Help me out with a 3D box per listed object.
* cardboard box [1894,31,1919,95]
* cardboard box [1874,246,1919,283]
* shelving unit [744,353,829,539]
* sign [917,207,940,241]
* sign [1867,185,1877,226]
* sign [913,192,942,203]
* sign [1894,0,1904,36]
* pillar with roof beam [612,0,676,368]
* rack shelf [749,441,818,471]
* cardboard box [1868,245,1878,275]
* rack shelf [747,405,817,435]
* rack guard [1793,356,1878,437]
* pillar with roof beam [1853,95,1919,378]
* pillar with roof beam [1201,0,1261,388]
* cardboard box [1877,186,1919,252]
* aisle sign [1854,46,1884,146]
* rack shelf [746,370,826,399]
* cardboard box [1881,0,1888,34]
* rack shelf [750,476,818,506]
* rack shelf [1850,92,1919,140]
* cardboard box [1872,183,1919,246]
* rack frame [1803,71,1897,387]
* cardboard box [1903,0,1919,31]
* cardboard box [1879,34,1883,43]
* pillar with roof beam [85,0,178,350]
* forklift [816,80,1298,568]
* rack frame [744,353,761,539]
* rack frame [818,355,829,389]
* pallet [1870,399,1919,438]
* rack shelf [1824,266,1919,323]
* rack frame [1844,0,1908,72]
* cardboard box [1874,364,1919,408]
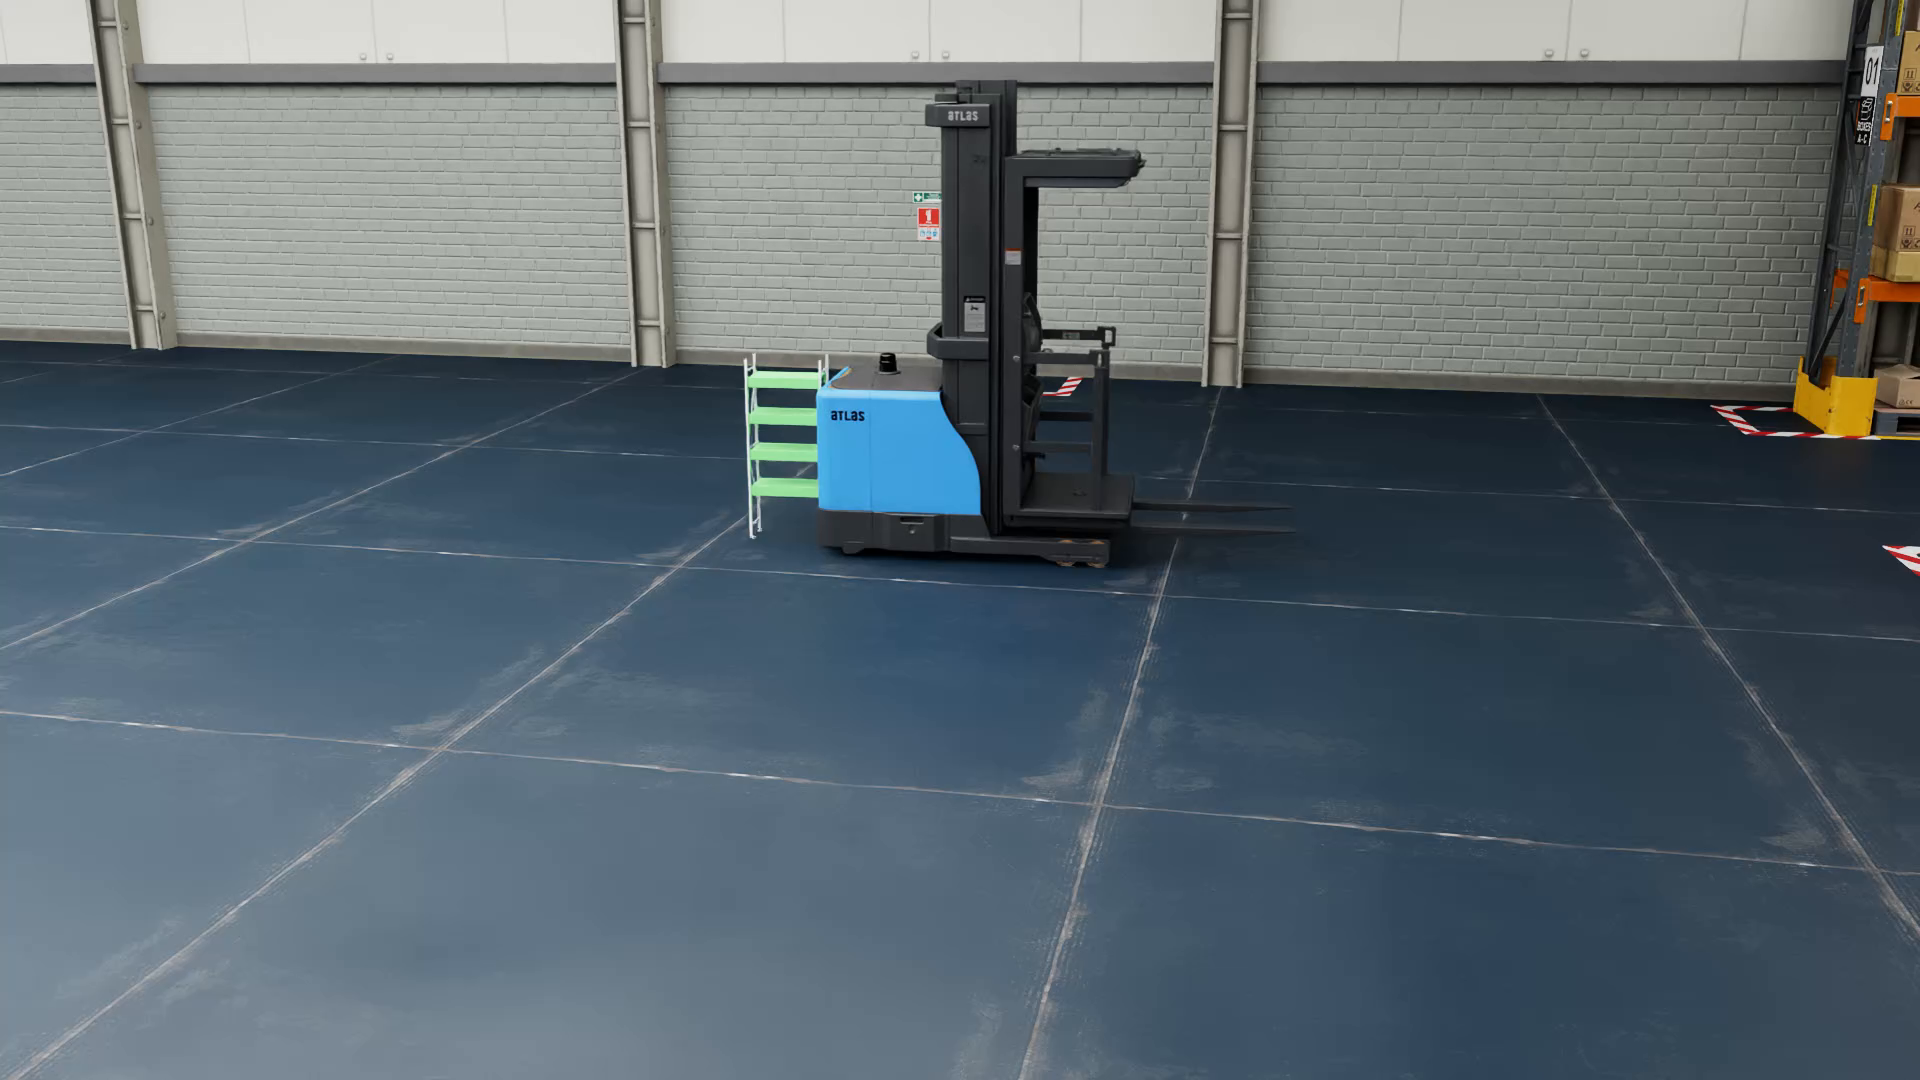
[{"bbox_3d":[7.918,-3.910,13.643,0.500,0.500,0.500,4,16,13],"label":"cardboard box"},{"bbox_3d":[8.055,-2.318,13.984,0.500,0.250,0.500,3,16,9],"label":"cardboard box"},{"bbox_3d":[-1.126,-0.611,10.949,0.503,1.200,0.258,2,16,7],"label":"shelving unit"},{"bbox_3d":[-0.317,-3.213,16.904,0.234,0.329,0.001,3,16,11],"label":"sign"},{"bbox_3d":[7.532,-2.765,13.732,0.005,0.325,0.100,3,16,11],"label":"sign"},{"bbox_3d":[-0.314,-3.465,16.824,0.331,0.109,0.001,3,16,11],"label":"sign"},{"bbox_3d":[7.532,-4.214,13.330,0.005,0.325,0.100,3,16,11],"label":"sign"},{"bbox_3d":[-4.119,-5.082,12.481,0.400,9.000,9.100,3,16,11],"label":"pillar with roof beam"},{"bbox_3d":[-1.126,-0.549,10.966,0.480,0.148,0.258,2,16,7],"label":"rack shelf"},{"bbox_3d":[8.136,-2.453,14.471,0.500,0.250,0.500,3,16,12],"label":"cardboard box"},{"bbox_3d":[-1.126,-0.780,10.902,0.480,0.148,0.258,2,16,7],"label":"rack shelf"},{"bbox_3d":[7.714,-1.281,14.679,0.348,0.500,1.175,3,16,11],"label":"rack guard"},{"bbox_3d":[7.640,-4.443,10.176,0.400,9.000,9.100,3,16,11],"label":"pillar with roof beam"},{"bbox_3d":[1.760,-4.763,11.328,0.400,9.000,9.100,3,16,11],"label":"pillar with roof beam"},{"bbox_3d":[8.048,-2.684,13.902,0.500,0.500,0.500,3,16,11],"label":"cardboard box"},{"bbox_3d":[7.509,-3.668,13.743,0.004,0.787,0.394,3,16,11],"label":"aisle sign"},{"bbox_3d":[-1.126,-1.012,10.838,0.480,0.148,0.258,2,16,7],"label":"rack shelf"},{"bbox_3d":[8.114,-4.520,13.974,0.500,0.500,0.500,4,16,14],"label":"cardboard box"},{"bbox_3d":[-1.126,-0.318,11.030,0.480,0.148,0.258,2,16,7],"label":"rack shelf"},{"bbox_3d":[9.600,-3.482,13.672,4.000,0.370,1.077,3,16,11],"label":"rack shelf"},{"bbox_3d":[8.144,-2.819,14.387,0.500,0.500,0.500,3,16,10],"label":"cardboard box"},{"bbox_3d":[7.640,-2.489,14.360,0.127,3.000,1.000,3,16,11],"label":"rack frame"},{"bbox_3d":[7.969,-4.391,13.507,0.500,0.500,0.500,2,16,7],"label":"cardboard box"},{"bbox_3d":[8.099,-4.037,14.103,0.500,0.500,0.500,4,16,15],"label":"cardboard box"},{"bbox_3d":[-9.999,-5.401,13.633,0.400,9.000,9.100,3,16,11],"label":"pillar with roof beam"},{"bbox_3d":[0.642,-1.390,10.520,3.031,2.935,1.130,2,16,7],"label":"forklift"},{"bbox_3d":[-1.368,-0.619,10.979,0.015,1.200,0.240,2,16,7],"label":"rack frame"},{"bbox_3d":[-0.885,-0.602,10.919,0.015,1.200,0.240,2,16,7],"label":"rack frame"},{"bbox_3d":[8.503,-1.089,14.528,1.213,0.211,1.003,3,16,11],"label":"pallet"},{"bbox_3d":[9.600,-2.036,14.072,4.000,0.370,1.077,3,16,11],"label":"rack shelf"},{"bbox_3d":[7.640,-5.381,13.559,0.127,3.000,1.000,3,16,11],"label":"rack frame"},{"bbox_3d":[8.300,-1.345,14.442,0.500,0.311,0.500,1,16,5],"label":"cardboard box"}]
